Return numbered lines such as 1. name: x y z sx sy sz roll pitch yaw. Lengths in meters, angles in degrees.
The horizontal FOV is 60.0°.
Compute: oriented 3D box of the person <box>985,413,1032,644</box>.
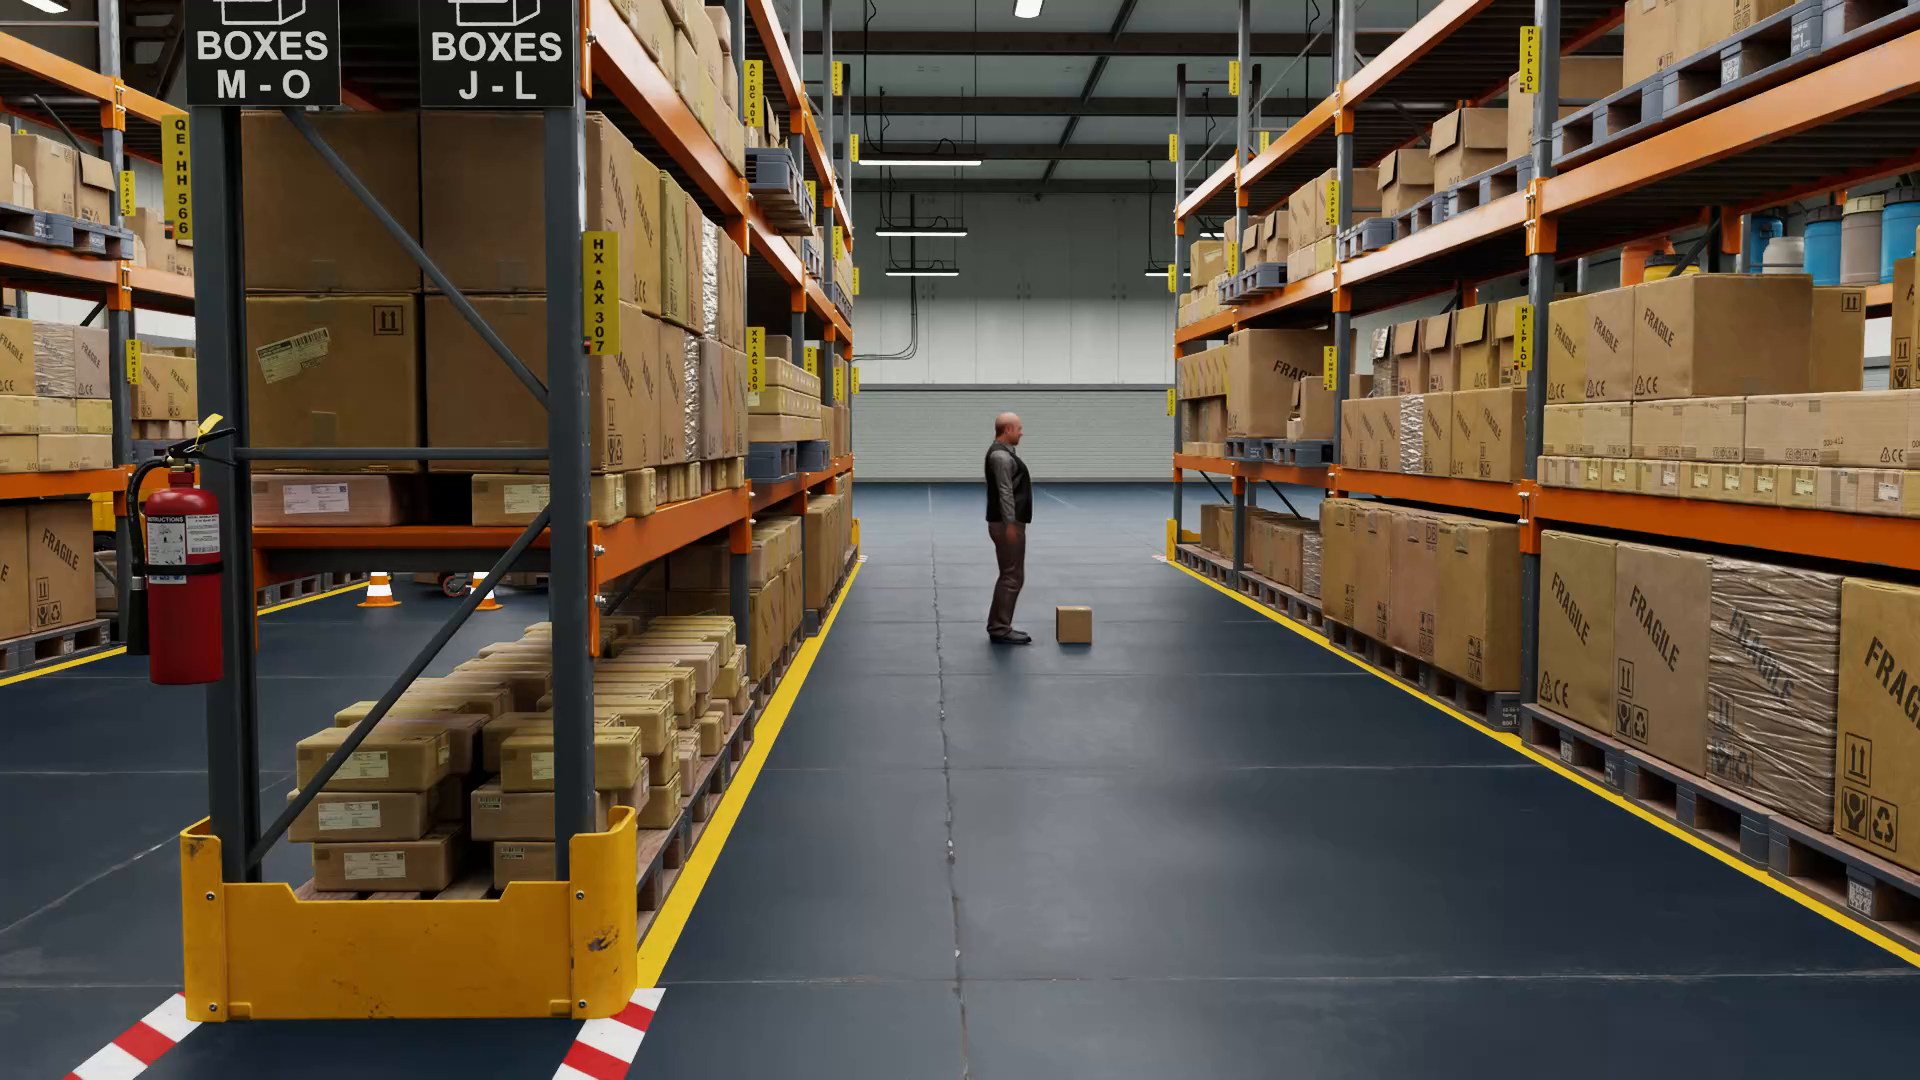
1. person: 0.362 -0.095 12.462 0.358 1.714 0.533 0 4 0
